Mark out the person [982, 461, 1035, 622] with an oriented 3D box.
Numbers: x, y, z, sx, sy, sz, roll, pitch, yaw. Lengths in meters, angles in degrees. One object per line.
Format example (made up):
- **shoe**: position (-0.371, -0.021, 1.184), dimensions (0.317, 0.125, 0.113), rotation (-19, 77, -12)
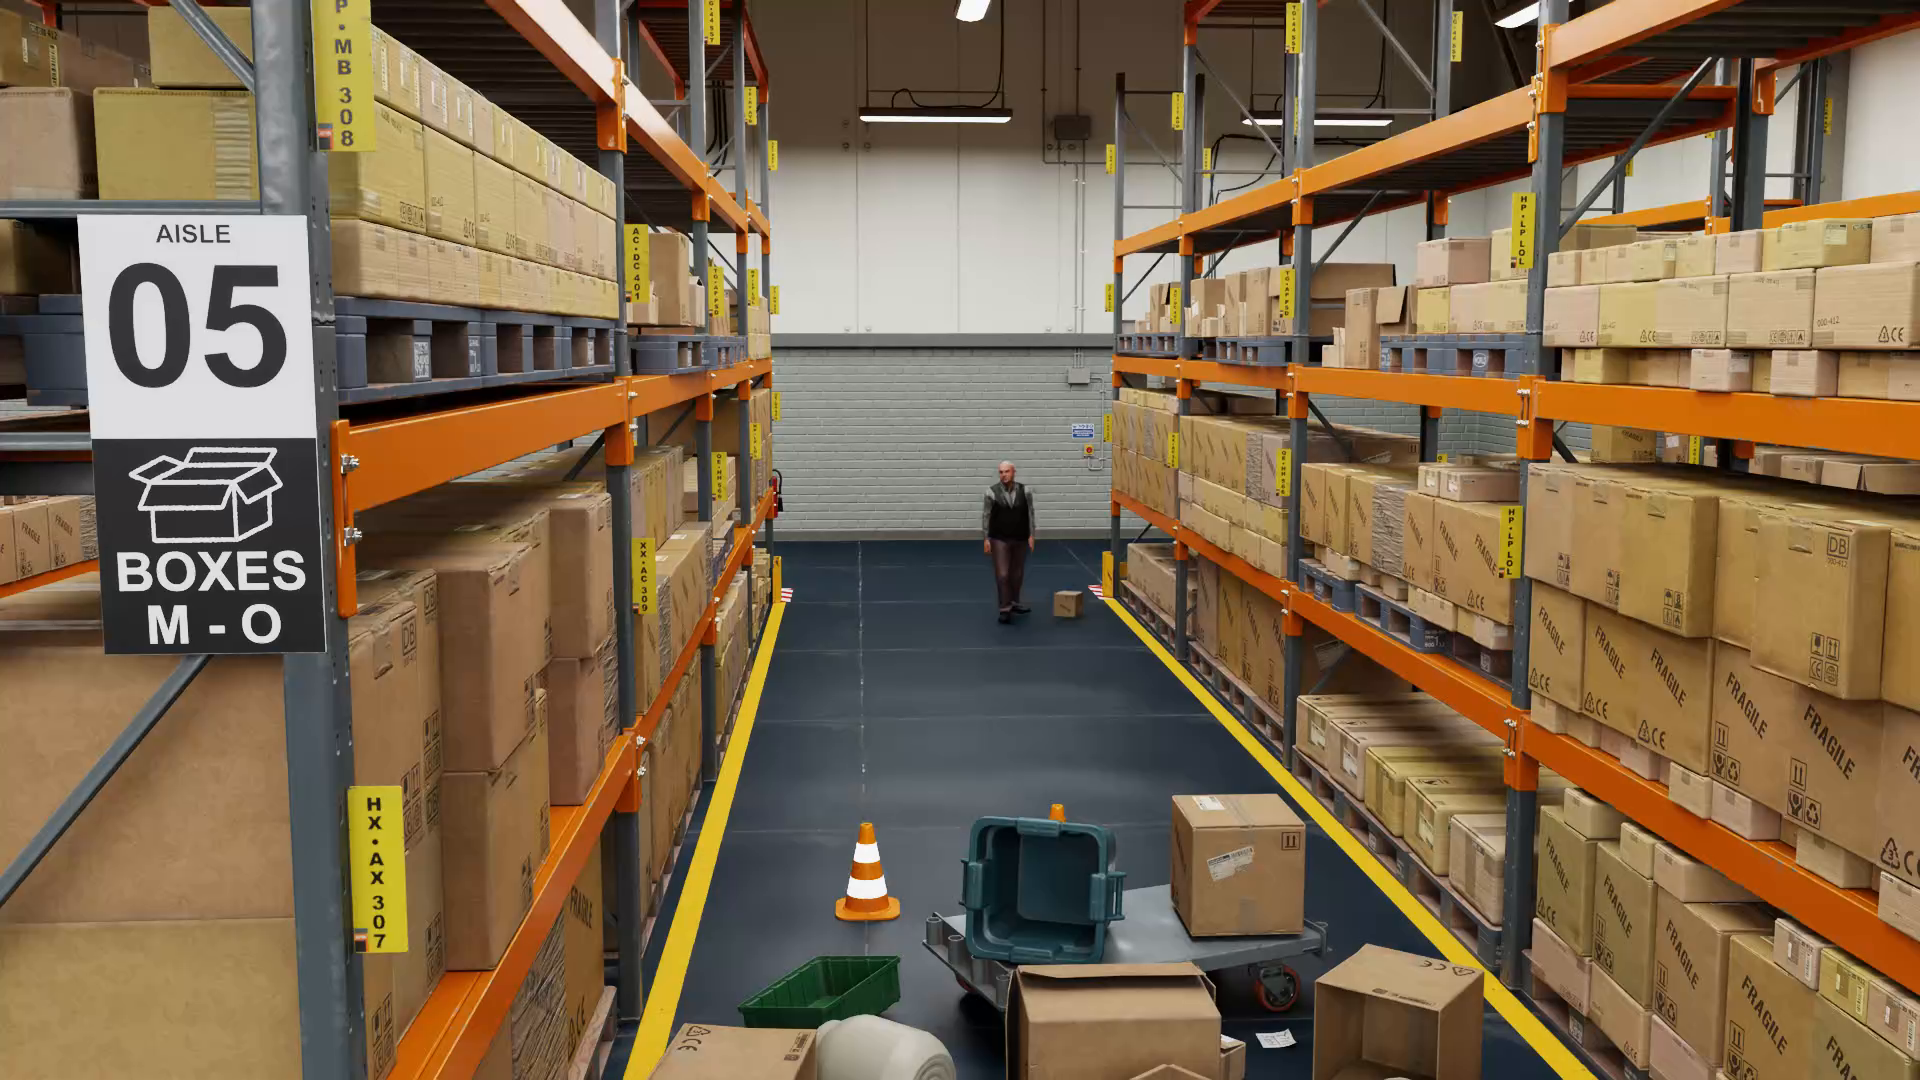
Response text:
- **person**: position (0.518, 0.005, 17.846), dimensions (0.571, 1.711, 0.590), rotation (-1, 7, -12)
